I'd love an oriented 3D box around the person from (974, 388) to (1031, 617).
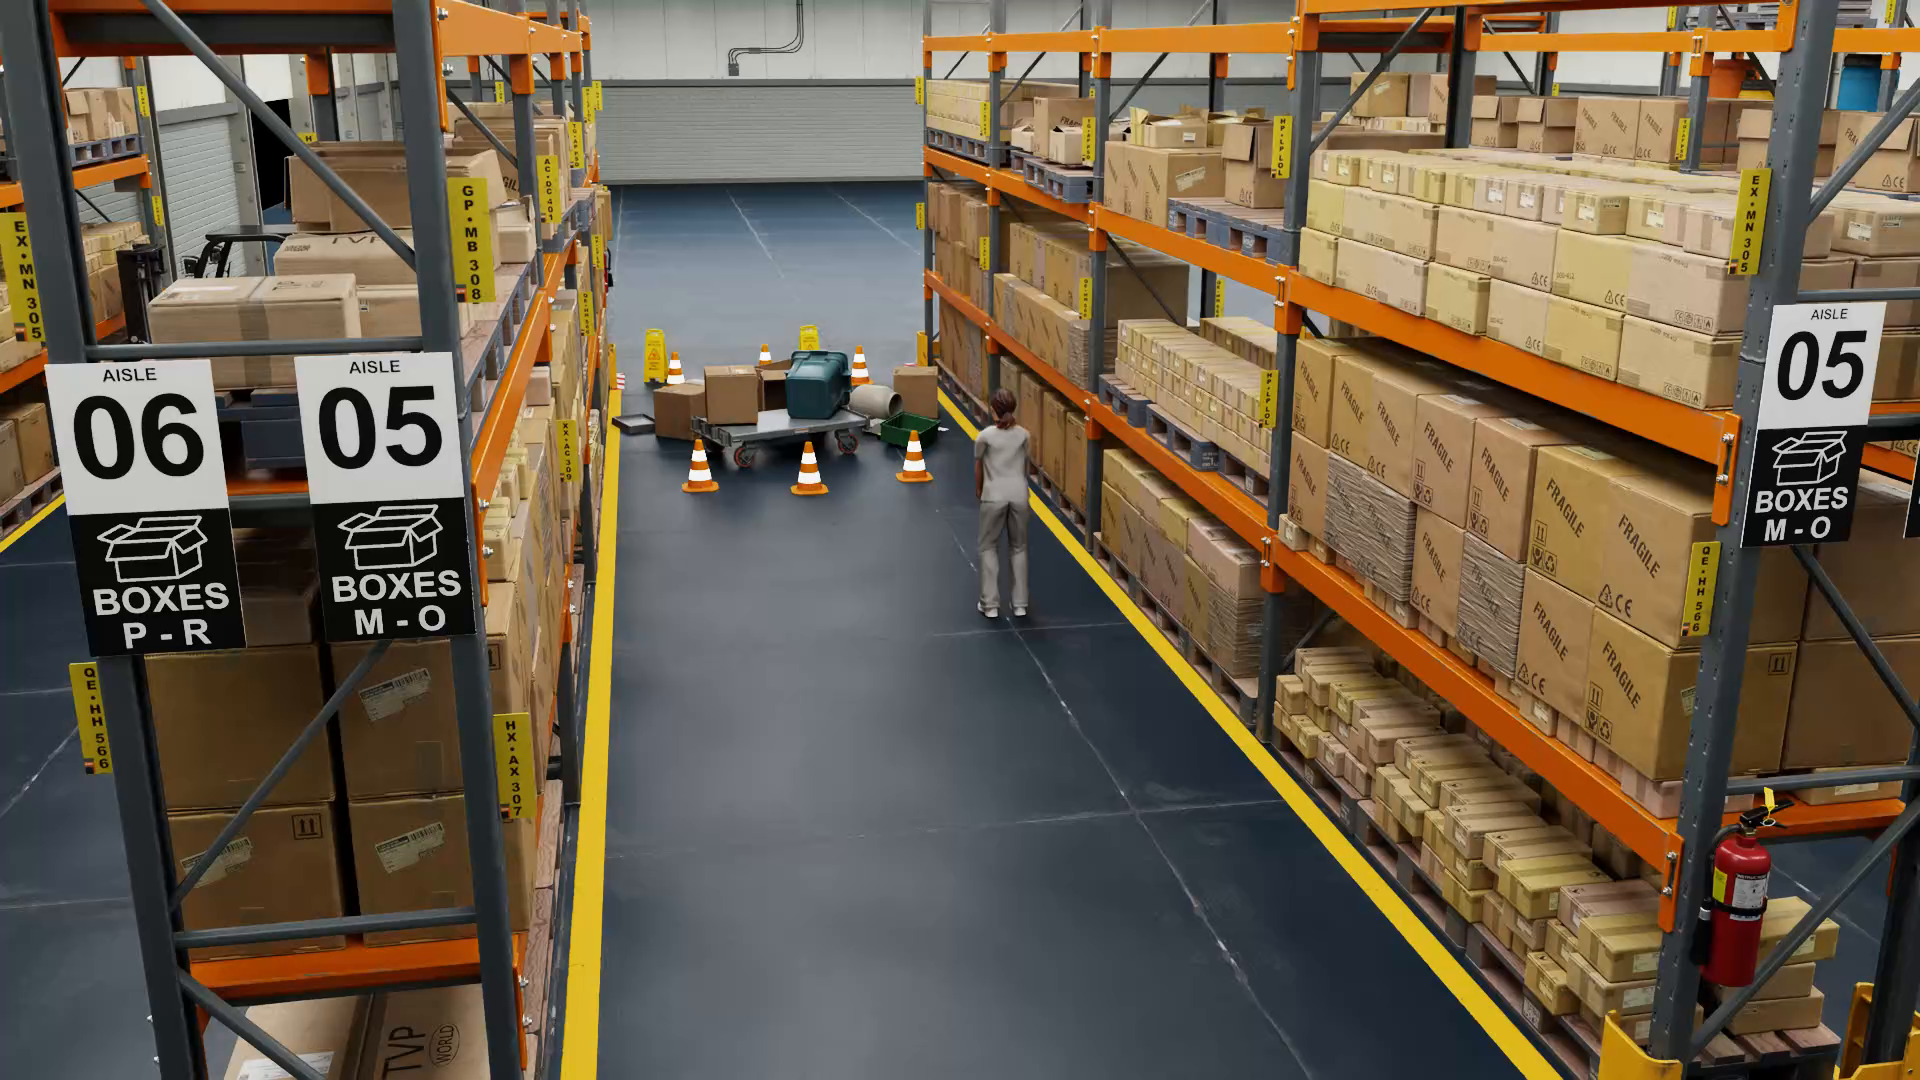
[{"bbox_3d":[0.294,-0.290,12.046,0.410,1.667,0.503,-3,17,-11],"label":"person"}]
